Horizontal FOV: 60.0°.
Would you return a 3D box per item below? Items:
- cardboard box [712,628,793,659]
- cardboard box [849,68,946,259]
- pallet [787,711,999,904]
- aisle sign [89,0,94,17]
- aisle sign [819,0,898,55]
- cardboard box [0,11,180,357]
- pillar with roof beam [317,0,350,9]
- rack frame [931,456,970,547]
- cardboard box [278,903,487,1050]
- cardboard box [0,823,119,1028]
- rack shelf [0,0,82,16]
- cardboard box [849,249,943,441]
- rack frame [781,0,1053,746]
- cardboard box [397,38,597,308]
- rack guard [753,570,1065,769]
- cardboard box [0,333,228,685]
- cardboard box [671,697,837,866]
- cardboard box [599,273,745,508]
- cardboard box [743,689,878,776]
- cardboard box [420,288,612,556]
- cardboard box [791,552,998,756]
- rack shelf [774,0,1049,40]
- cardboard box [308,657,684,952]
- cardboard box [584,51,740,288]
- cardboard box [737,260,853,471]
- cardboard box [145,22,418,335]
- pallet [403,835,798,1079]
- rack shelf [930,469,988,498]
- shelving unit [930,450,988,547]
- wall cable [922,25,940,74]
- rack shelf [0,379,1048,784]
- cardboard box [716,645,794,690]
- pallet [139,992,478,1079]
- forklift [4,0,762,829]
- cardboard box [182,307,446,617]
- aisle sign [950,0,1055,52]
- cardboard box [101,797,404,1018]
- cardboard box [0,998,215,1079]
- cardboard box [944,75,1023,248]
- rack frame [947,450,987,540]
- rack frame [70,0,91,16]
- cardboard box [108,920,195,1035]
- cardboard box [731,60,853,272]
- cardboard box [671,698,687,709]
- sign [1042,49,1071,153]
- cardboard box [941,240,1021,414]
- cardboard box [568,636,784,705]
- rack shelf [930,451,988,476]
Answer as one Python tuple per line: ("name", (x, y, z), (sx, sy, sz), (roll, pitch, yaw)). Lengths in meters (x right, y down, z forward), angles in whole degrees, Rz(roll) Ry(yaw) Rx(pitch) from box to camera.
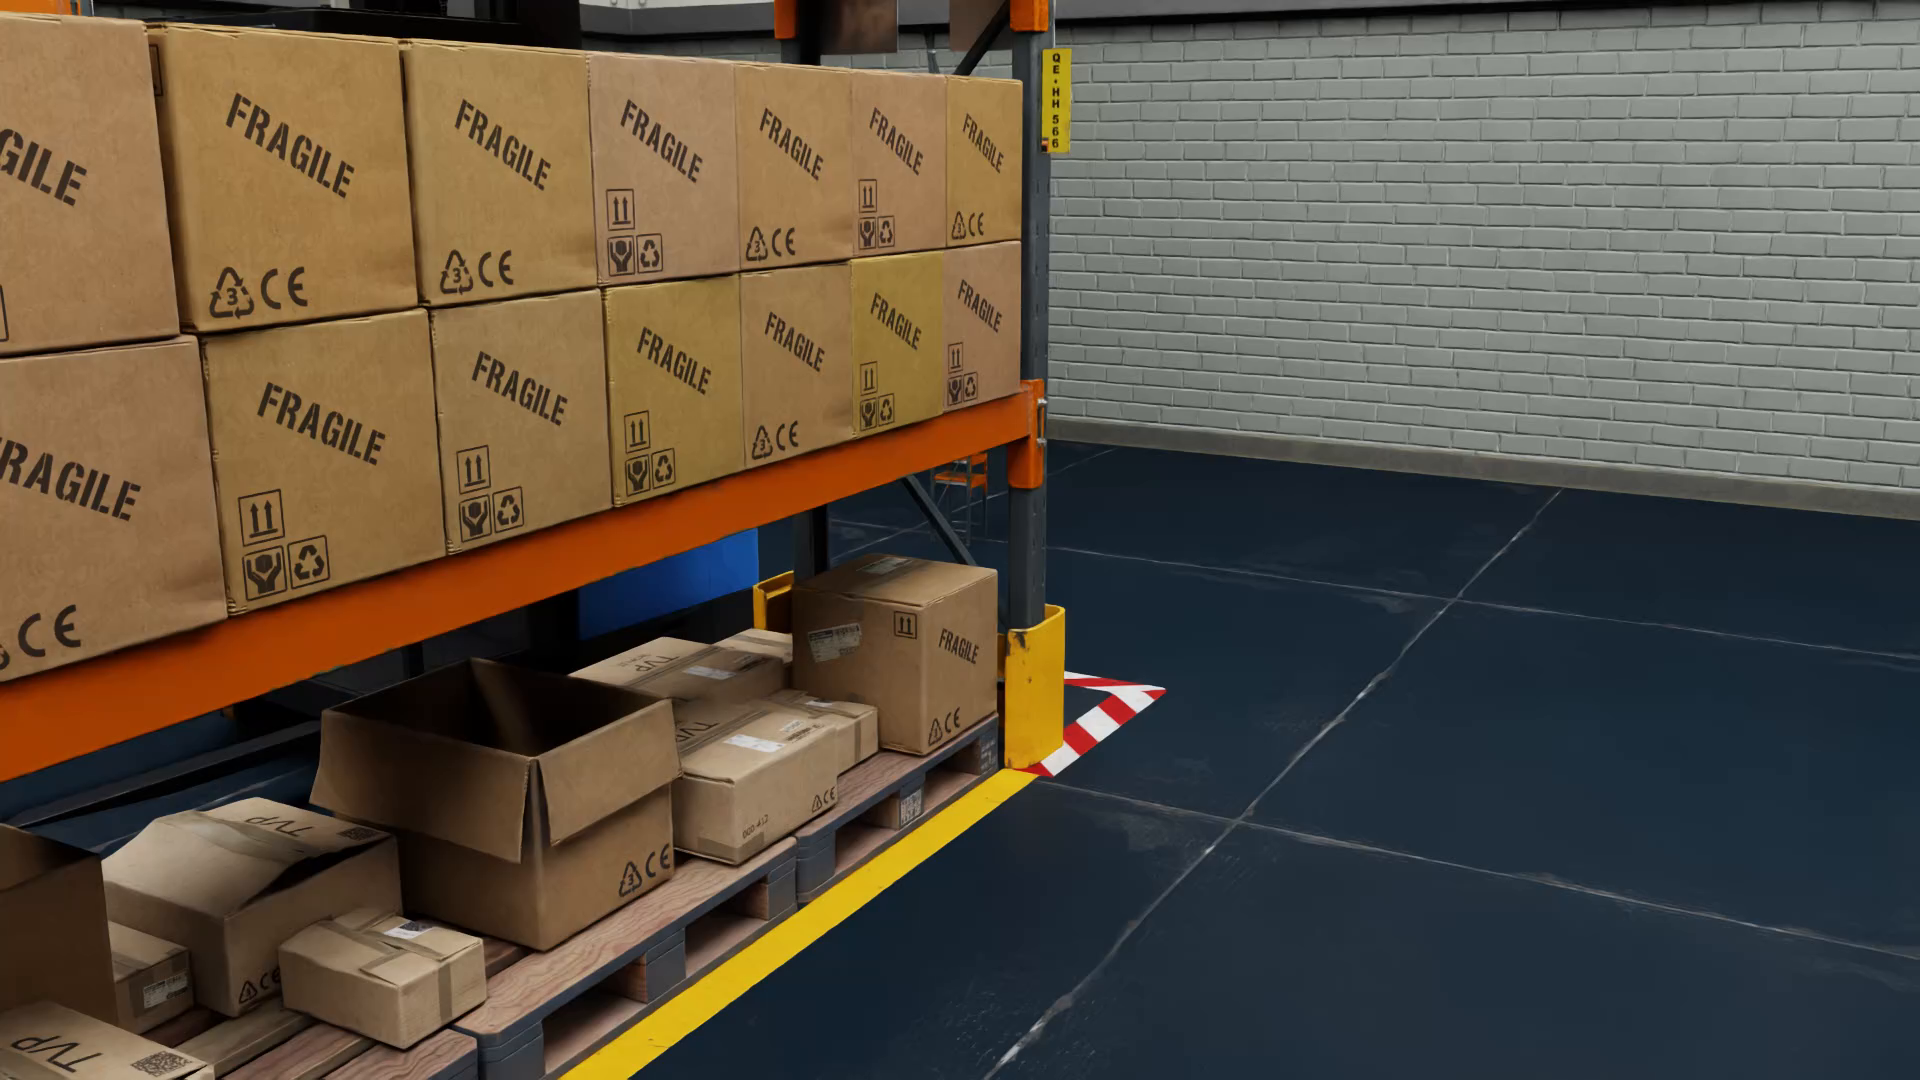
("cardboard box", (-0.666, 0.441, 5.948), (0.380, 0.149, 0.250), (7, 15, 28))
("cardboard box", (-0.381, -1.086, 4.793), (0.500, 0.500, 0.500), (8, 16, 30))
("pallet", (-0.584, 0.757, 5.443), (1.003, 0.211, 1.213), (7, 15, 28))
("aisle sign", (-4.204, -2.583, 7.801), (0.394, 0.787, 0.004), (7, 15, 28))
("aisle sign", (-0.387, -2.089, 5.752), (0.394, 0.787, 0.004), (7, 15, 28))
("cardboard box", (-1.622, -0.557, 2.596), (0.500, 0.500, 0.500), (8, 16, 29))
("pillar with roof beam", (-0.184, -4.419, 8.163), (9.100, 9.000, 0.400), (7, 15, 28))
("rack frame", (-0.051, -0.562, 8.803), (0.240, 1.200, 0.006), (7, 15, 28))
("cardboard box", (-1.295, 0.966, 3.733), (0.380, 0.166, 0.250), (7, 15, 28))
("cardboard box", (-2.069, 0.895, 3.316), (0.500, 0.500, 0.500), (7, 15, 28))
("rack shelf", (-5.468, -2.037, 6.216), (1.077, 0.370, 4.000), (7, 15, 28))
("cardboard box", (-0.389, -0.597, 4.896), (0.500, 0.500, 0.500), (8, 15, 29))
("rack frame", (-0.163, -0.778, 5.860), (1.000, 3.000, 0.127), (7, 15, 28))
("cardboard box", (-1.124, -0.768, 3.473), (0.500, 0.500, 0.500), (7, 15, 26))
("rack guard", (-0.200, 0.453, 6.088), (1.175, 0.500, 0.348), (7, 15, 28))
("cardboard box", (-1.612, -0.080, 2.750), (0.500, 0.500, 0.500), (8, 16, 30))
("cardboard box", (-0.696, 0.676, 4.758), (0.500, 0.250, 0.500), (7, 15, 28))
("cardboard box", (-0.879, -0.392, 4.045), (0.500, 0.500, 0.500), (7, 15, 27))
("cardboard box", (-0.485, 0.598, 5.260), (0.380, 0.166, 0.250), (7, 15, 28))
("cardboard box", (-1.123, -0.287, 3.612), (0.500, 0.500, 0.500), (7, 15, 28))
("cardboard box", (-0.210, 0.363, 5.523), (0.500, 0.500, 0.500), (7, 15, 28))
("rack shelf", (-1.130, -1.476, 3.891), (1.077, 0.370, 4.000), (7, 15, 28))
("cardboard box", (-1.193, 0.656, 4.298), (0.797, 0.503, 0.637), (7, 15, 28))
("cardboard box", (-0.876, -0.874, 3.912), (0.500, 0.500, 0.500), (8, 16, 30))
("cardboard box", (-0.635, -0.495, 4.474), (0.500, 0.500, 0.500), (8, 15, 28))
("cardboard box", (-1.373, -0.663, 3.035), (0.500, 0.500, 0.500), (7, 15, 26))
("pallet", (-1.175, 1.006, 4.409), (1.003, 0.211, 1.213), (7, 15, 28))
("rack shelf", (-0.007, -0.304, 8.947), (0.258, 0.103, 0.180), (7, 15, 28))
("shelving unit", (-0.007, -0.580, 8.881), (0.258, 1.200, 0.189), (7, 15, 28))
("wall cable", (-1.454, -3.865, 12.491), (3.097, 2.526, 0.112), (7, 15, 28))
("rack shelf", (-1.130, -0.018, 4.242), (1.077, 0.370, 4.000), (7, 15, 28))
("cardboard box", (-0.787, 0.484, 5.733), (0.380, 0.166, 0.250), (7, 15, 28))
("pallet", (-1.764, 1.258, 3.367), (1.003, 0.211, 1.213), (7, 15, 28))
("forklift", (-2.082, -0.728, 5.798), (1.130, 2.935, 3.031), (9, 16, 34))
("cardboard box", (-1.367, -0.185, 3.187), (0.500, 0.500, 0.500), (8, 16, 29))
("aisle sign", (0.138, -2.021, 5.470), (0.394, 0.787, 0.004), (7, 15, 28))
("cardboard box", (-1.707, 0.833, 3.976), (0.500, 0.311, 0.500), (7, 15, 28))
("cardboard box", (-1.704, 1.074, 2.975), (0.500, 0.311, 0.500), (7, 15, 28))
("cardboard box", (-0.137, -1.190, 5.223), (0.500, 0.500, 0.500), (7, 15, 28))
("rack frame", (0.037, -0.599, 8.958), (0.240, 1.200, 0.006), (7, 15, 28))
("rack frame", (-4.501, -1.338, 8.185), (1.000, 3.000, 0.127), (7, 15, 28))
("cardboard box", (-1.941, 0.982, 3.704), (0.380, 0.149, 0.250), (7, 15, 28))
("cardboard box", (-0.627, -0.979, 4.350), (0.500, 0.500, 0.500), (8, 16, 30))
("cardboard box", (-1.157, 0.629, 4.950), (0.500, 0.250, 0.500), (7, 15, 28))
("sign", (0.313, -1.427, 5.410), (0.100, 0.325, 0.005), (7, 15, 28))
("cardboard box", (-0.141, -0.704, 5.339), (0.500, 0.500, 0.500), (8, 16, 30))
("cardboard box", (-0.916, 0.527, 5.376), (0.500, 0.250, 0.500), (7, 15, 28))
("rack shelf", (-0.007, -0.420, 8.919), (0.258, 0.103, 0.180), (7, 15, 28))
